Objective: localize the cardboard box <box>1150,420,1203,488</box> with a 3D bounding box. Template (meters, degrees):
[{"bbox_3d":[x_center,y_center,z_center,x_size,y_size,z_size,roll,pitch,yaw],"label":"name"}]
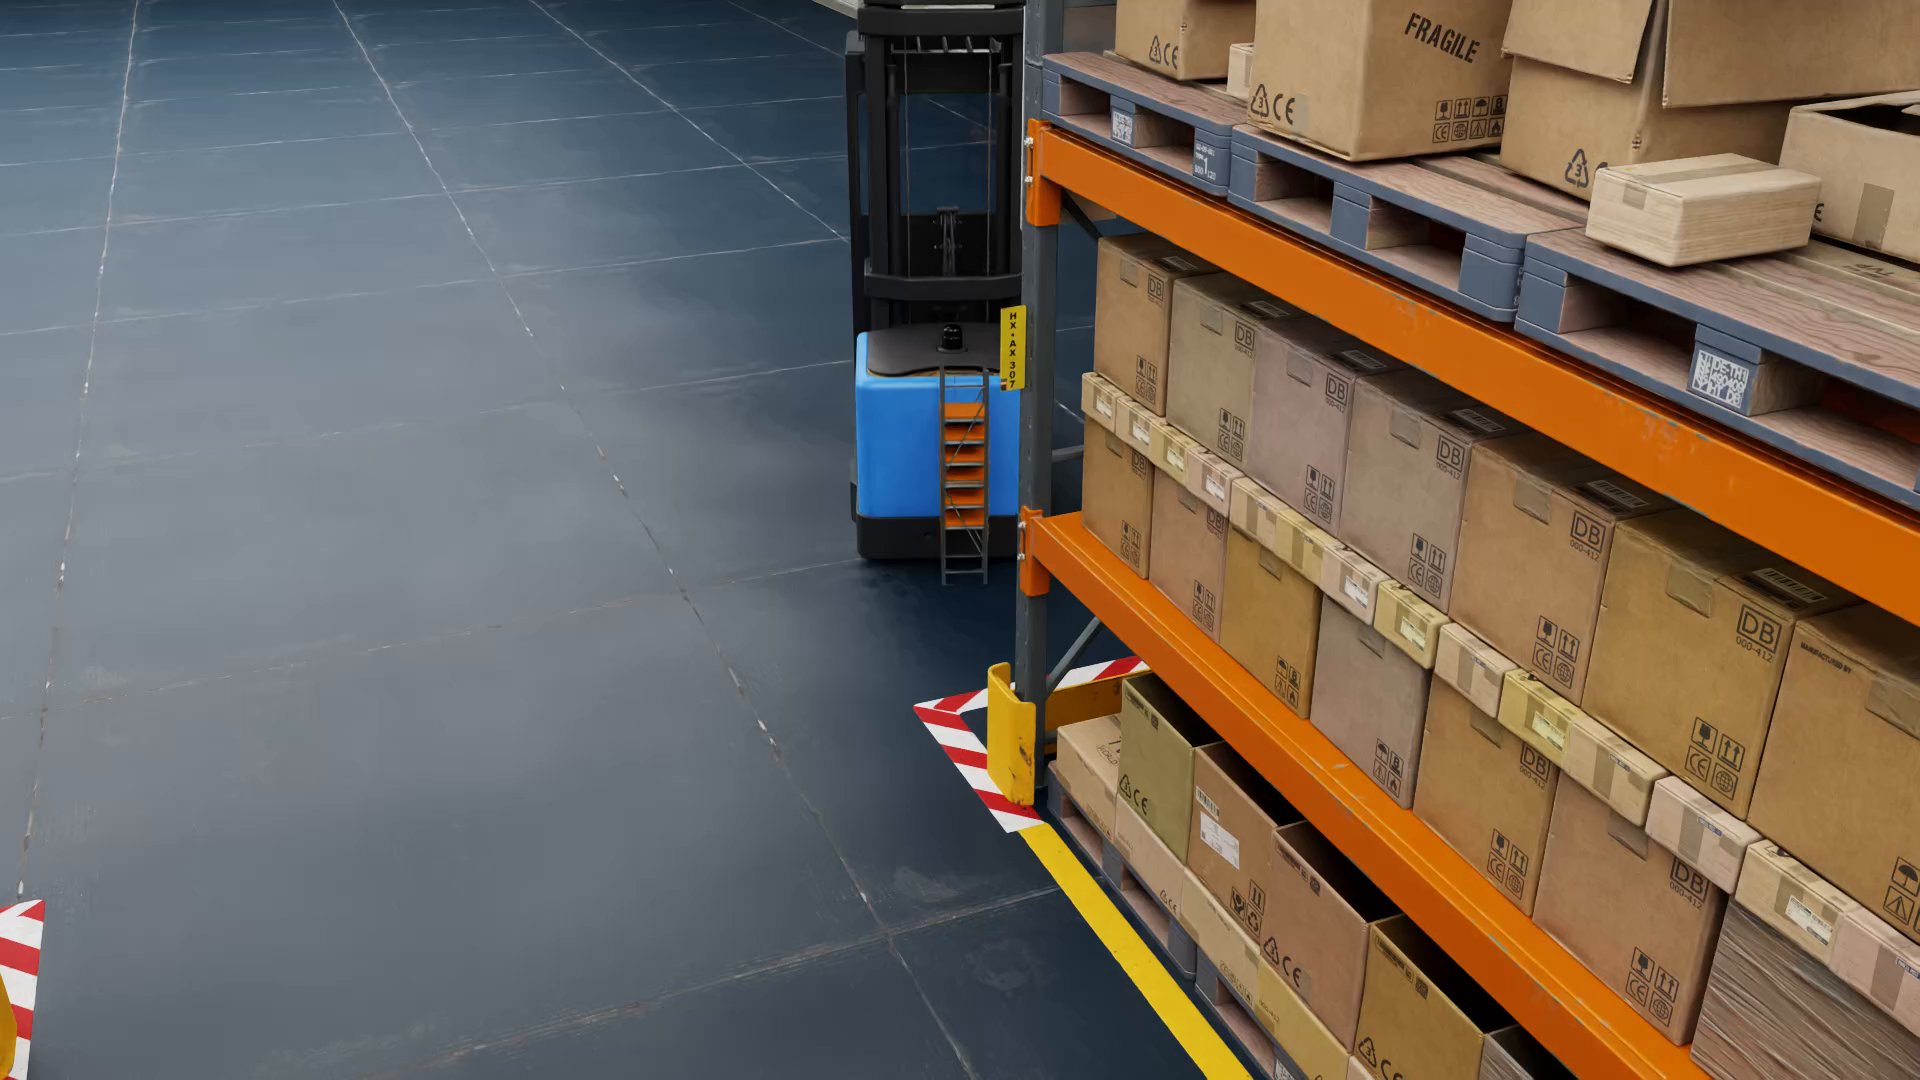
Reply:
[{"bbox_3d":[0.869,-0.318,5.629,0.380,0.149,0.250,-10,28,-20],"label":"cardboard box"}]

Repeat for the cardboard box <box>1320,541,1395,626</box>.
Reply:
[{"bbox_3d":[1.268,0.096,4.782,0.380,0.149,0.250,-10,28,-20],"label":"cardboard box"}]

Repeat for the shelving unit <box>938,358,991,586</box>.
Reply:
[{"bbox_3d":[0.021,-0.339,8.576,0.258,1.200,0.189,-1,26,-2],"label":"shelving unit"}]

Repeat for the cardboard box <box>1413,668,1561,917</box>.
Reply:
[{"bbox_3d":[1.693,0.593,4.503,0.700,0.500,0.500,-10,28,-20],"label":"cardboard box"}]

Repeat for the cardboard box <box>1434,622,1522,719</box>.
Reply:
[{"bbox_3d":[1.478,0.309,4.346,0.380,0.149,0.250,-10,28,-19],"label":"cardboard box"}]

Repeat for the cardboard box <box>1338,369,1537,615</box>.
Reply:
[{"bbox_3d":[1.509,-0.183,4.613,0.700,0.500,0.500,-11,28,-21],"label":"cardboard box"}]

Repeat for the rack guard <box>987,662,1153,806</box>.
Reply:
[{"bbox_3d":[0.702,0.730,7.186,1.175,0.500,0.348,-11,28,-21],"label":"rack guard"}]

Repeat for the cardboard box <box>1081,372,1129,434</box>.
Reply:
[{"bbox_3d":[0.667,-0.525,6.053,0.380,0.149,0.250,-11,28,-21],"label":"cardboard box"}]

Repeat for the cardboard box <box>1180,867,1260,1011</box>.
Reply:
[{"bbox_3d":[1.111,1.321,5.781,0.500,0.250,0.500,-11,28,-21],"label":"cardboard box"}]

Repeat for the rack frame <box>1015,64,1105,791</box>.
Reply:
[{"bbox_3d":[0.711,-0.384,6.617,1.000,3.000,0.127,-11,28,-21],"label":"rack frame"}]

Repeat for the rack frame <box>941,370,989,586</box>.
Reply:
[{"bbox_3d":[0.025,-0.299,8.494,0.240,1.200,0.006,-1,26,-2],"label":"rack frame"}]

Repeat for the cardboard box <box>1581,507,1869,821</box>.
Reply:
[{"bbox_3d":[1.899,0.221,3.785,0.700,0.500,0.500,-11,28,-21],"label":"cardboard box"}]

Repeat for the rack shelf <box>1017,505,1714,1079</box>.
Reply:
[{"bbox_3d":[1.495,0.747,5.121,1.077,0.370,4.000,-11,28,-21],"label":"rack shelf"}]

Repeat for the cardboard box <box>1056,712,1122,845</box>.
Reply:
[{"bbox_3d":[0.717,0.918,6.607,0.500,0.250,0.500,-11,28,-21],"label":"cardboard box"}]

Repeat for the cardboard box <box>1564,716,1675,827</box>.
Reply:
[{"bbox_3d":[1.671,0.510,3.933,0.380,0.149,0.250,-11,28,-21],"label":"cardboard box"}]

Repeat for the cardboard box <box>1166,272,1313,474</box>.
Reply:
[{"bbox_3d":[1.114,-0.588,5.444,0.700,0.500,0.500,-11,28,-22],"label":"cardboard box"}]

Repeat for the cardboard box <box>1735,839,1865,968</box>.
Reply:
[{"bbox_3d":[1.879,0.721,3.500,0.380,0.149,0.250,-11,28,-22],"label":"cardboard box"}]

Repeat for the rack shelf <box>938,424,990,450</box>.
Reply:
[{"bbox_3d":[0.021,-0.515,8.491,0.258,0.103,0.180,-1,26,-2],"label":"rack shelf"}]

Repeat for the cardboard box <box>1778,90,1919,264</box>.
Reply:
[{"bbox_3d":[2.112,-0.795,3.504,0.500,0.311,0.500,-12,29,-23],"label":"cardboard box"}]

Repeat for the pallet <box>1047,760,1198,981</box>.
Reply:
[{"bbox_3d":[1.049,1.171,6.611,1.003,0.211,1.213,-11,28,-21],"label":"pallet"}]

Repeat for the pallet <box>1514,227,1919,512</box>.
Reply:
[{"bbox_3d":[1.920,-0.417,3.367,1.003,0.211,1.213,-11,28,-21],"label":"pallet"}]

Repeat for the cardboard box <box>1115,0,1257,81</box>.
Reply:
[{"bbox_3d":[0.933,-1.797,5.337,0.797,0.503,0.637,-9,27,-17],"label":"cardboard box"}]

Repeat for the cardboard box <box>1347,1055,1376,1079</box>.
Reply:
[{"bbox_3d":[1.499,1.725,4.953,0.500,0.250,0.500,-11,28,-21],"label":"cardboard box"}]

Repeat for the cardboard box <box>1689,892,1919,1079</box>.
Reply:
[{"bbox_3d":[2.098,1.008,3.653,0.700,0.500,0.500,-11,28,-22],"label":"cardboard box"}]

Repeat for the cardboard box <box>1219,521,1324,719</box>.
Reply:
[{"bbox_3d":[1.282,0.175,5.360,0.700,0.500,0.500,-10,28,-20],"label":"cardboard box"}]

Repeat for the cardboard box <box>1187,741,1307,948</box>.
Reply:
[{"bbox_3d":[1.122,0.982,5.621,0.500,0.500,0.500,-11,28,-21],"label":"cardboard box"}]

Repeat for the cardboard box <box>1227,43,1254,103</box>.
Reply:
[{"bbox_3d":[1.010,-1.365,4.857,0.380,0.149,0.250,-11,28,-21],"label":"cardboard box"}]

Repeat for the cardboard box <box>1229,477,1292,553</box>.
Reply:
[{"bbox_3d":[1.073,-0.108,5.200,0.380,0.149,0.250,-12,28,-22],"label":"cardboard box"}]

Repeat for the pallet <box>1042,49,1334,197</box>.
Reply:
[{"bbox_3d":[0.964,-1.402,5.385,1.003,0.211,1.213,-11,28,-21],"label":"pallet"}]

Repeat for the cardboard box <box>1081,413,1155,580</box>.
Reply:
[{"bbox_3d":[0.882,-0.238,6.205,0.700,0.500,0.500,-11,28,-21],"label":"cardboard box"}]

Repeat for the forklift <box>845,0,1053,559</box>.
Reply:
[{"bbox_3d":[-0.089,-1.823,9.643,1.130,2.935,3.031,-1,26,-2],"label":"forklift"}]

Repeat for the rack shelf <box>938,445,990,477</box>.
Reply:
[{"bbox_3d":[0.021,-0.407,8.543,0.258,0.103,0.180,-1,26,-2],"label":"rack shelf"}]

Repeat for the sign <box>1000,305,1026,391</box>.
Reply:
[{"bbox_3d":[0.198,-0.715,6.220,0.100,0.325,0.005,-11,28,-21],"label":"sign"}]

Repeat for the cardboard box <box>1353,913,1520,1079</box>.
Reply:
[{"bbox_3d":[1.511,1.386,4.793,0.500,0.500,0.500,-11,28,-21],"label":"cardboard box"}]

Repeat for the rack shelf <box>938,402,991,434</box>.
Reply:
[{"bbox_3d":[0.021,-0.622,8.438,0.258,0.103,0.180,-1,26,-2],"label":"rack shelf"}]
